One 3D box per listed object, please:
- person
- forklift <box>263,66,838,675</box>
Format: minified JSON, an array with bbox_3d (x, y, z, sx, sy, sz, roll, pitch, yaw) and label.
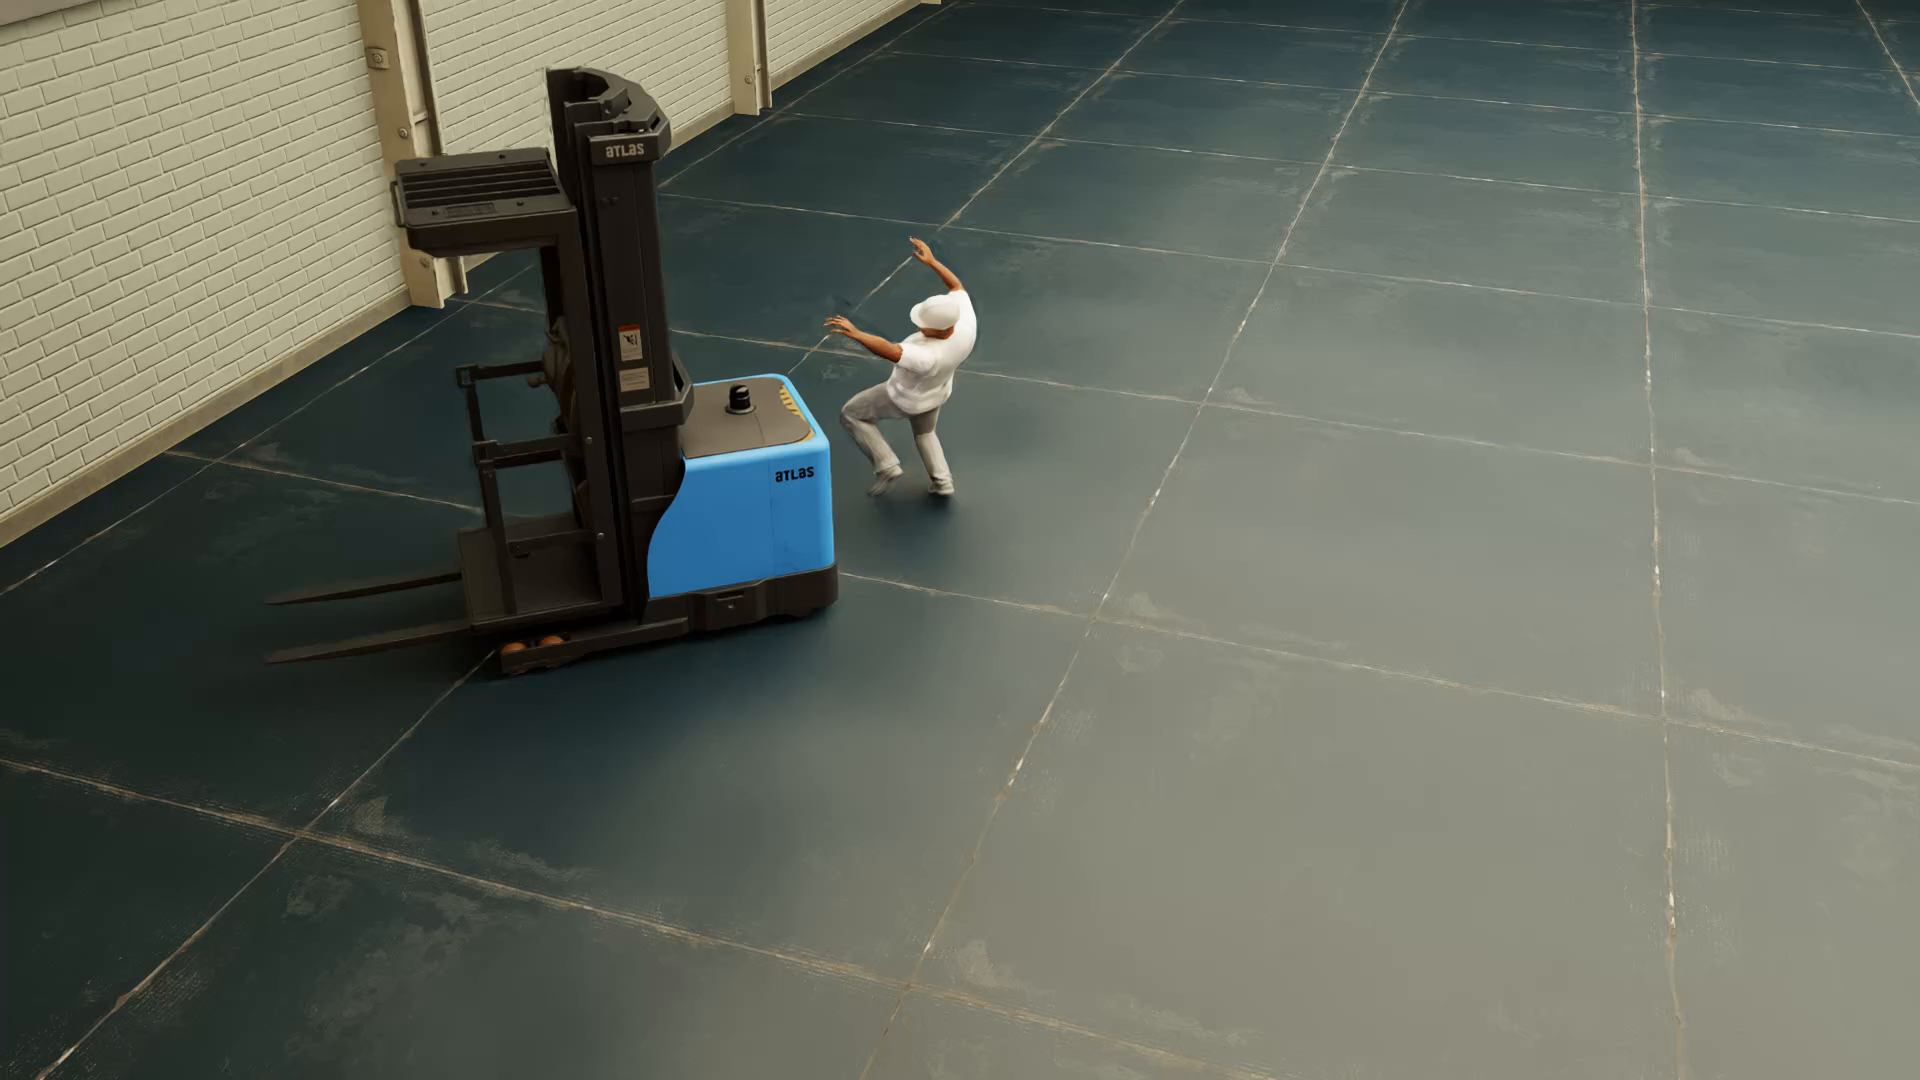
[{"bbox_3d":[-0.427,-0.936,10.104,1.137,1.663,0.832,-23,37,-34],"label":"person"},{"bbox_3d":[-2.260,-0.853,8.632,3.031,2.935,1.130,-10,31,-17],"label":"forklift"}]
